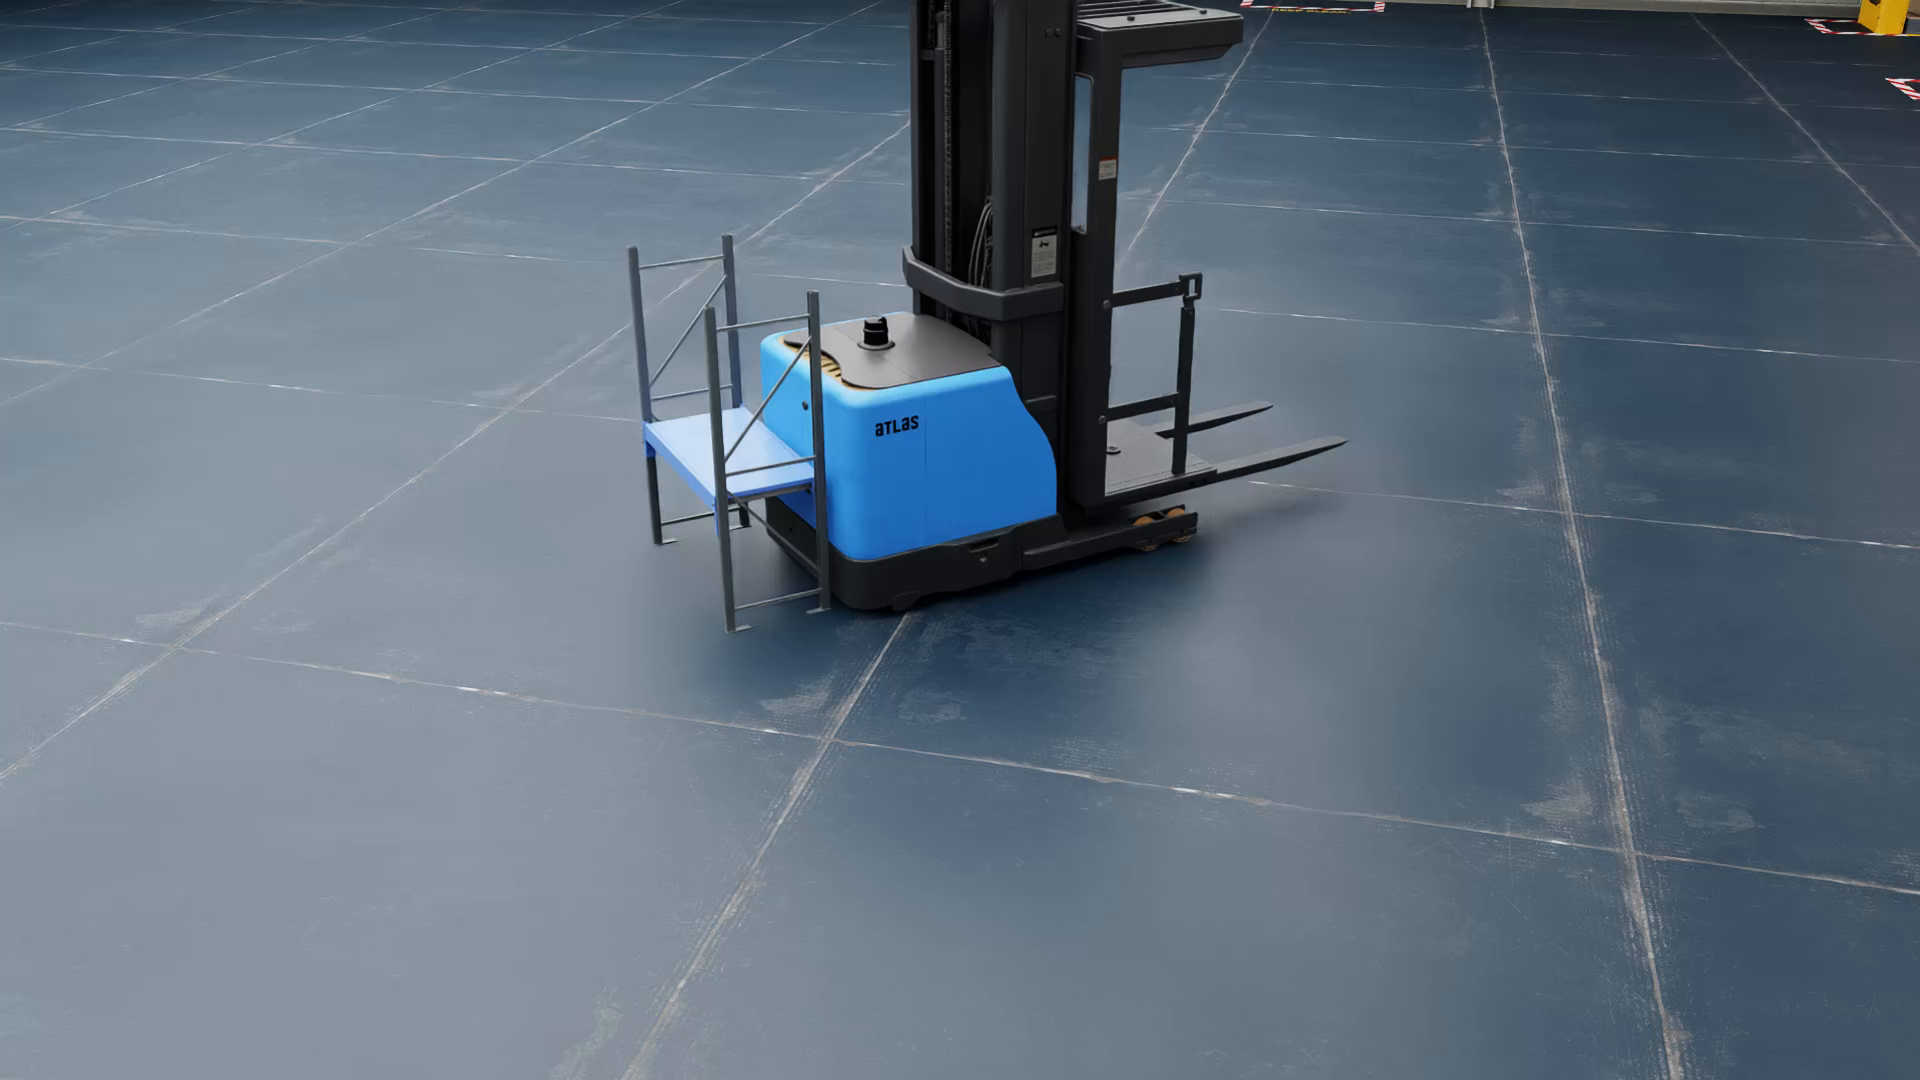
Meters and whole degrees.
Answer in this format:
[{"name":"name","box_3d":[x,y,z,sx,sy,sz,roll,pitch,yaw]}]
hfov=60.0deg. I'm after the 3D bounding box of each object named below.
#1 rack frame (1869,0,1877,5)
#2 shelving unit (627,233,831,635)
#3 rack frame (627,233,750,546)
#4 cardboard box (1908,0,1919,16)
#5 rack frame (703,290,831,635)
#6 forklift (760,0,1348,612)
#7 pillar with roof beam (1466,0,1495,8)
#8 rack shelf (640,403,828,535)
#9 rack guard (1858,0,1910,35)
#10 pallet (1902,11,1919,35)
[{"name":"rack frame","box_3d":[12.835,-8.550,22.720,0.127,3.000,1.000,6,26,13]},{"name":"shelving unit","box_3d":[-1.053,-0.507,7.570,0.538,1.500,1.048,-13,28,-25]},{"name":"rack frame","box_3d":[-1.288,-0.700,7.976,0.500,1.500,0.032,-13,28,-25]},{"name":"cardboard box","box_3d":[13.483,-7.424,22.969,0.500,0.311,0.500,3,26,7]},{"name":"rack frame","box_3d":[-0.817,-0.313,7.163,0.500,1.500,0.032,-13,28,-25]},{"name":"forklift","box_3d":[0.587,-1.450,7.885,3.031,2.935,1.130,-14,29,-27]},{"name":"pillar with roof beam","box_3d":[6.845,-10.394,19.614,0.400,9.000,9.100,6,26,13]},{"name":"rack shelf","box_3d":[-1.053,-0.344,7.647,0.538,0.185,1.000,-13,28,-25]},{"name":"rack guard","box_3d":[12.909,-7.414,23.241,0.348,0.500,1.175,6,26,13]},{"name":"pallet","box_3d":[13.687,-7.182,23.089,1.213,0.211,1.003,6,26,13]}]
